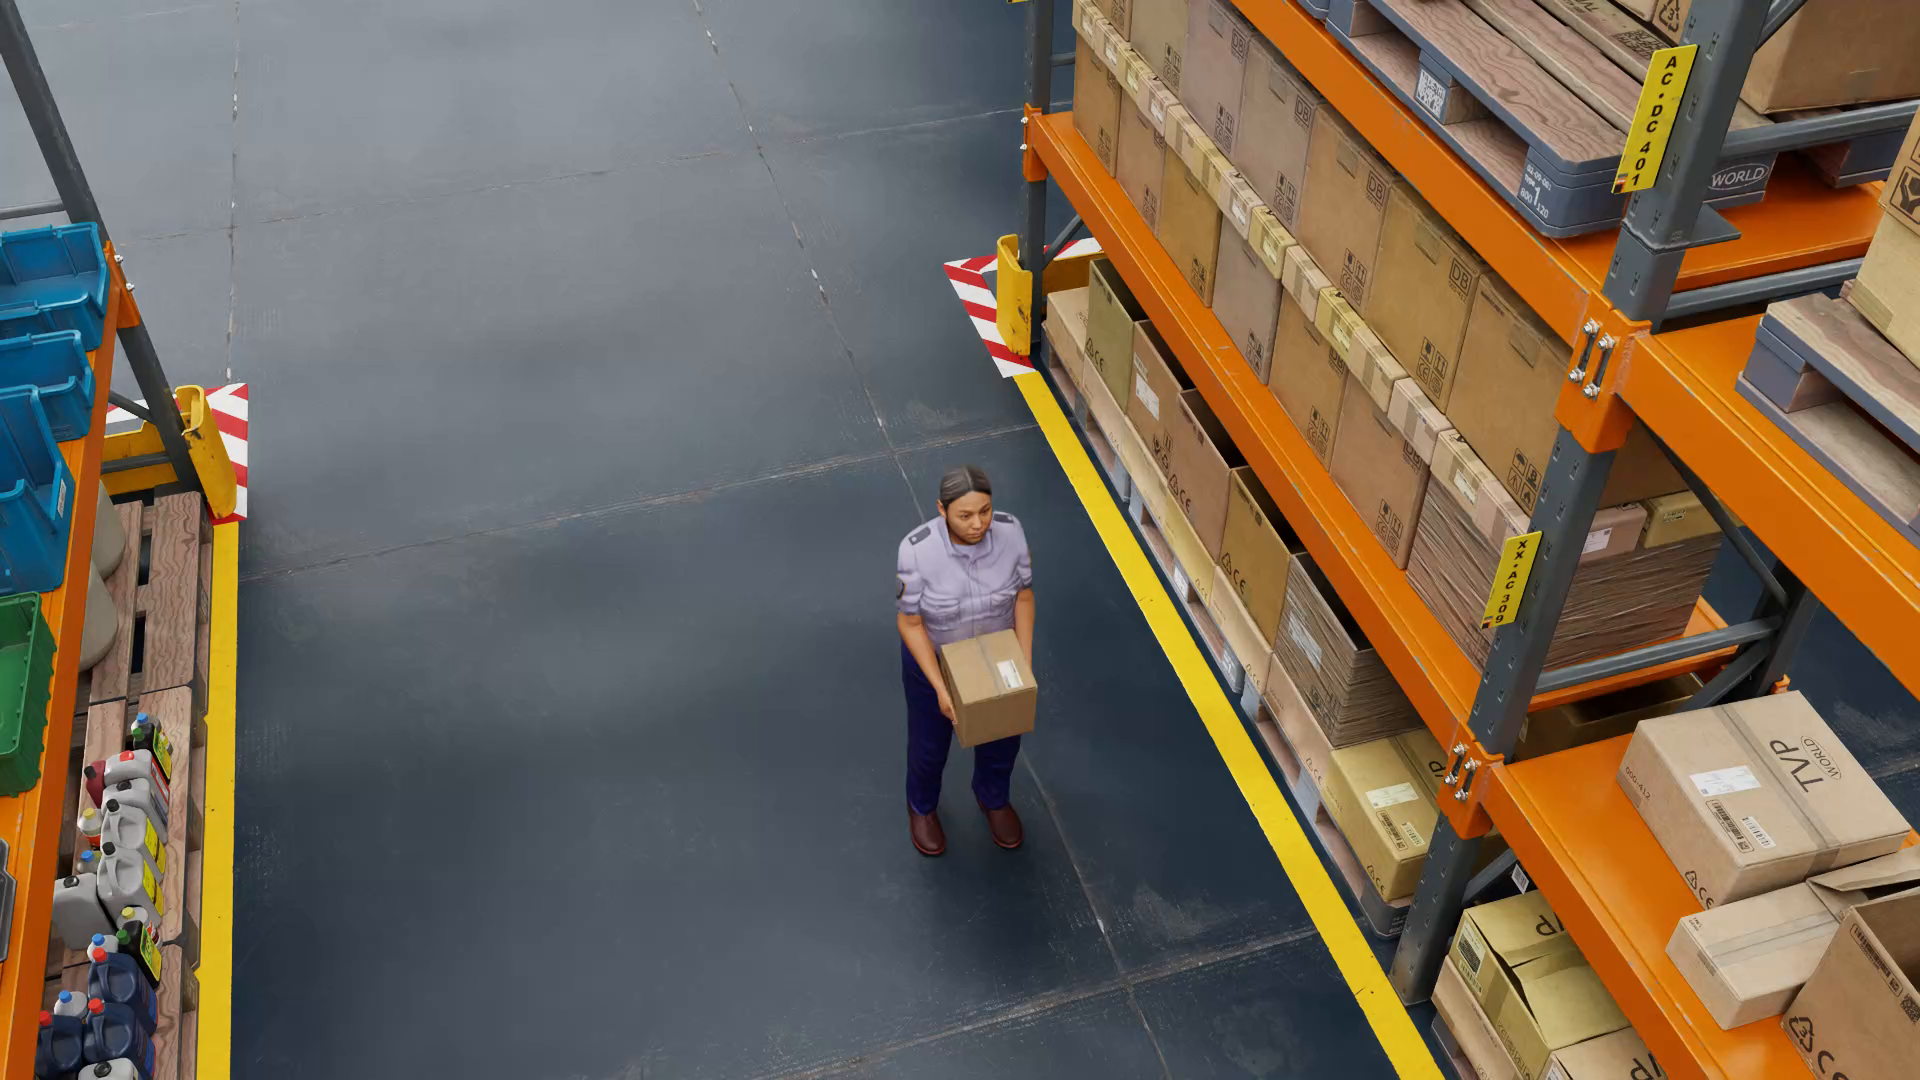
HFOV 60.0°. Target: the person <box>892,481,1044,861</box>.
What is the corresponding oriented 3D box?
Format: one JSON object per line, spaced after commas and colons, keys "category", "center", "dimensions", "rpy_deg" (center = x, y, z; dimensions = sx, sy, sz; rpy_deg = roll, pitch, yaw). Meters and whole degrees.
{"category": "person", "center": [0.028, 0.429, 5.698], "dimensions": [0.556, 1.652, 0.416], "rpy_deg": [-13, 44, -14]}
